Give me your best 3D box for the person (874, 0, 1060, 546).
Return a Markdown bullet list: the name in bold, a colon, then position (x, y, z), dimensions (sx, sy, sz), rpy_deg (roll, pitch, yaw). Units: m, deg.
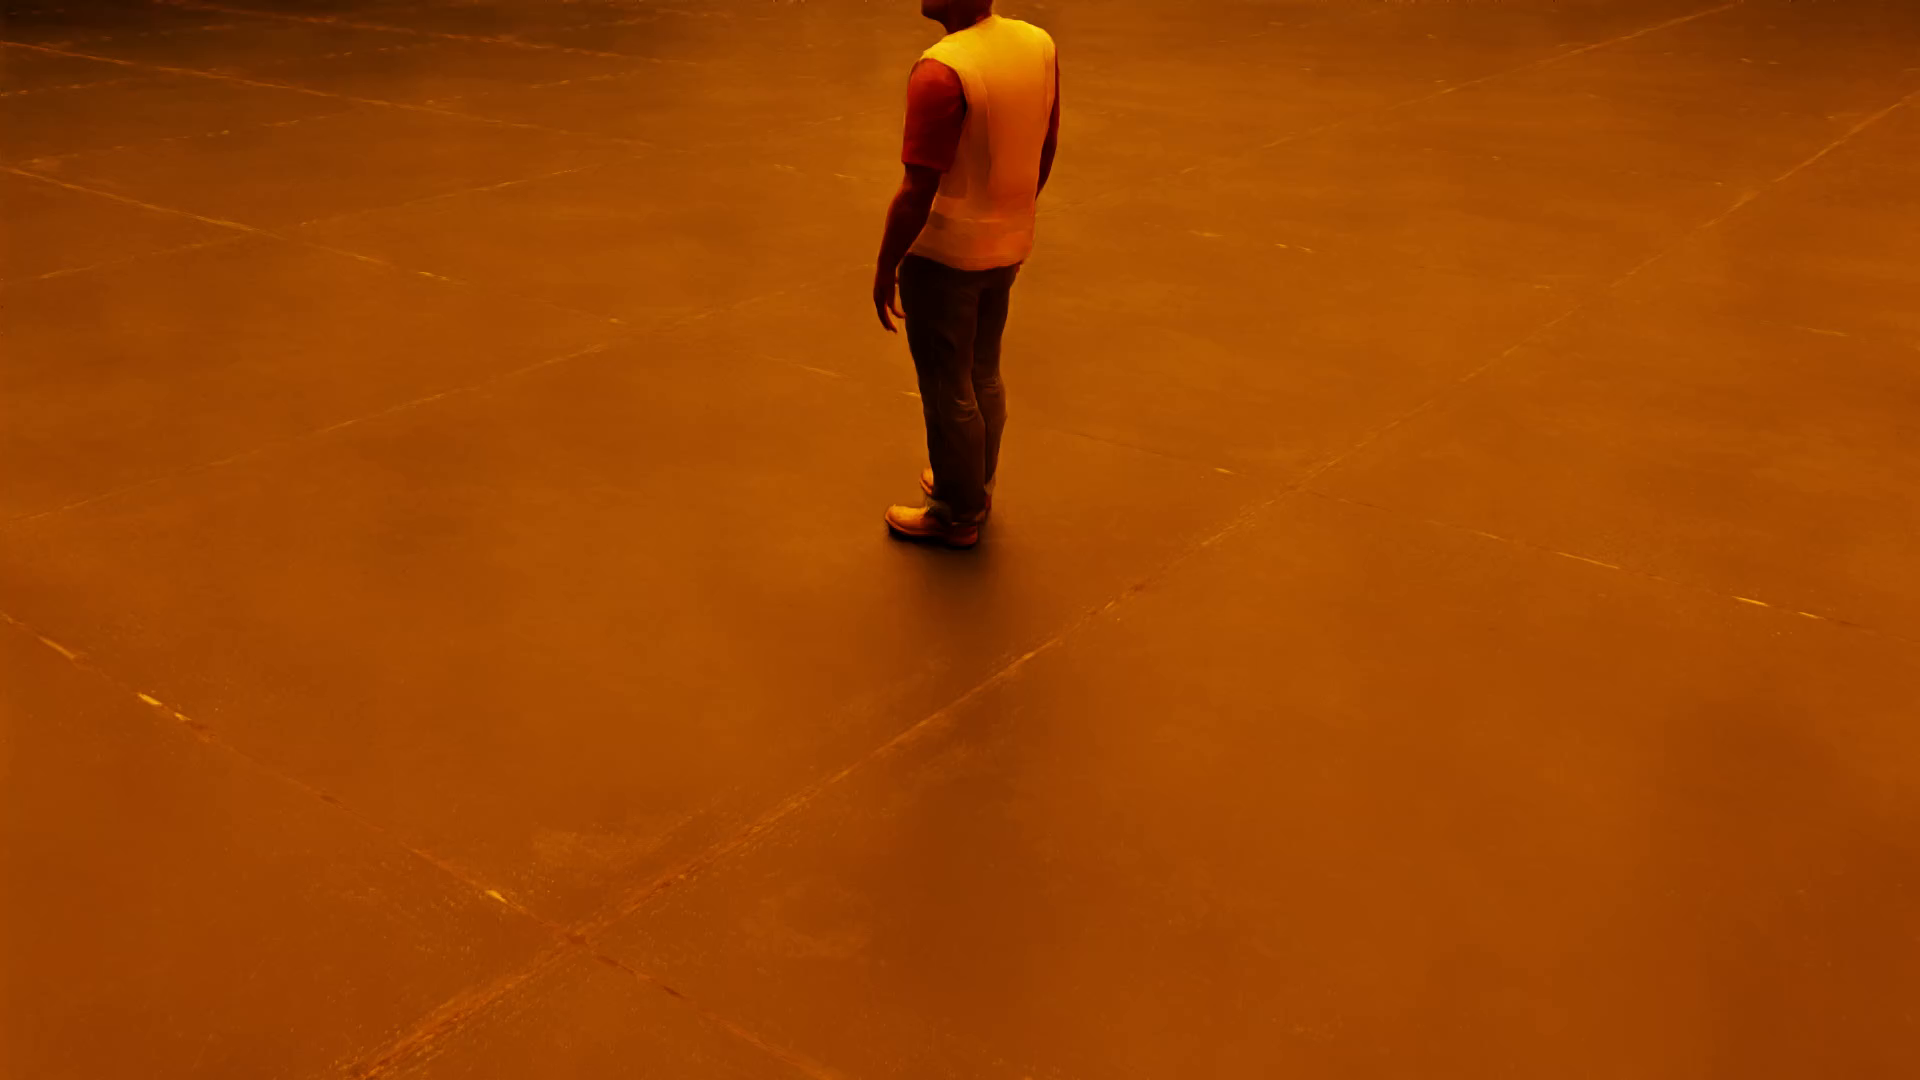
- **person**: position (-0.052, -0.835, 4.703), dimensions (0.576, 1.766, 0.665), rpy_deg (17, 29, 34)
